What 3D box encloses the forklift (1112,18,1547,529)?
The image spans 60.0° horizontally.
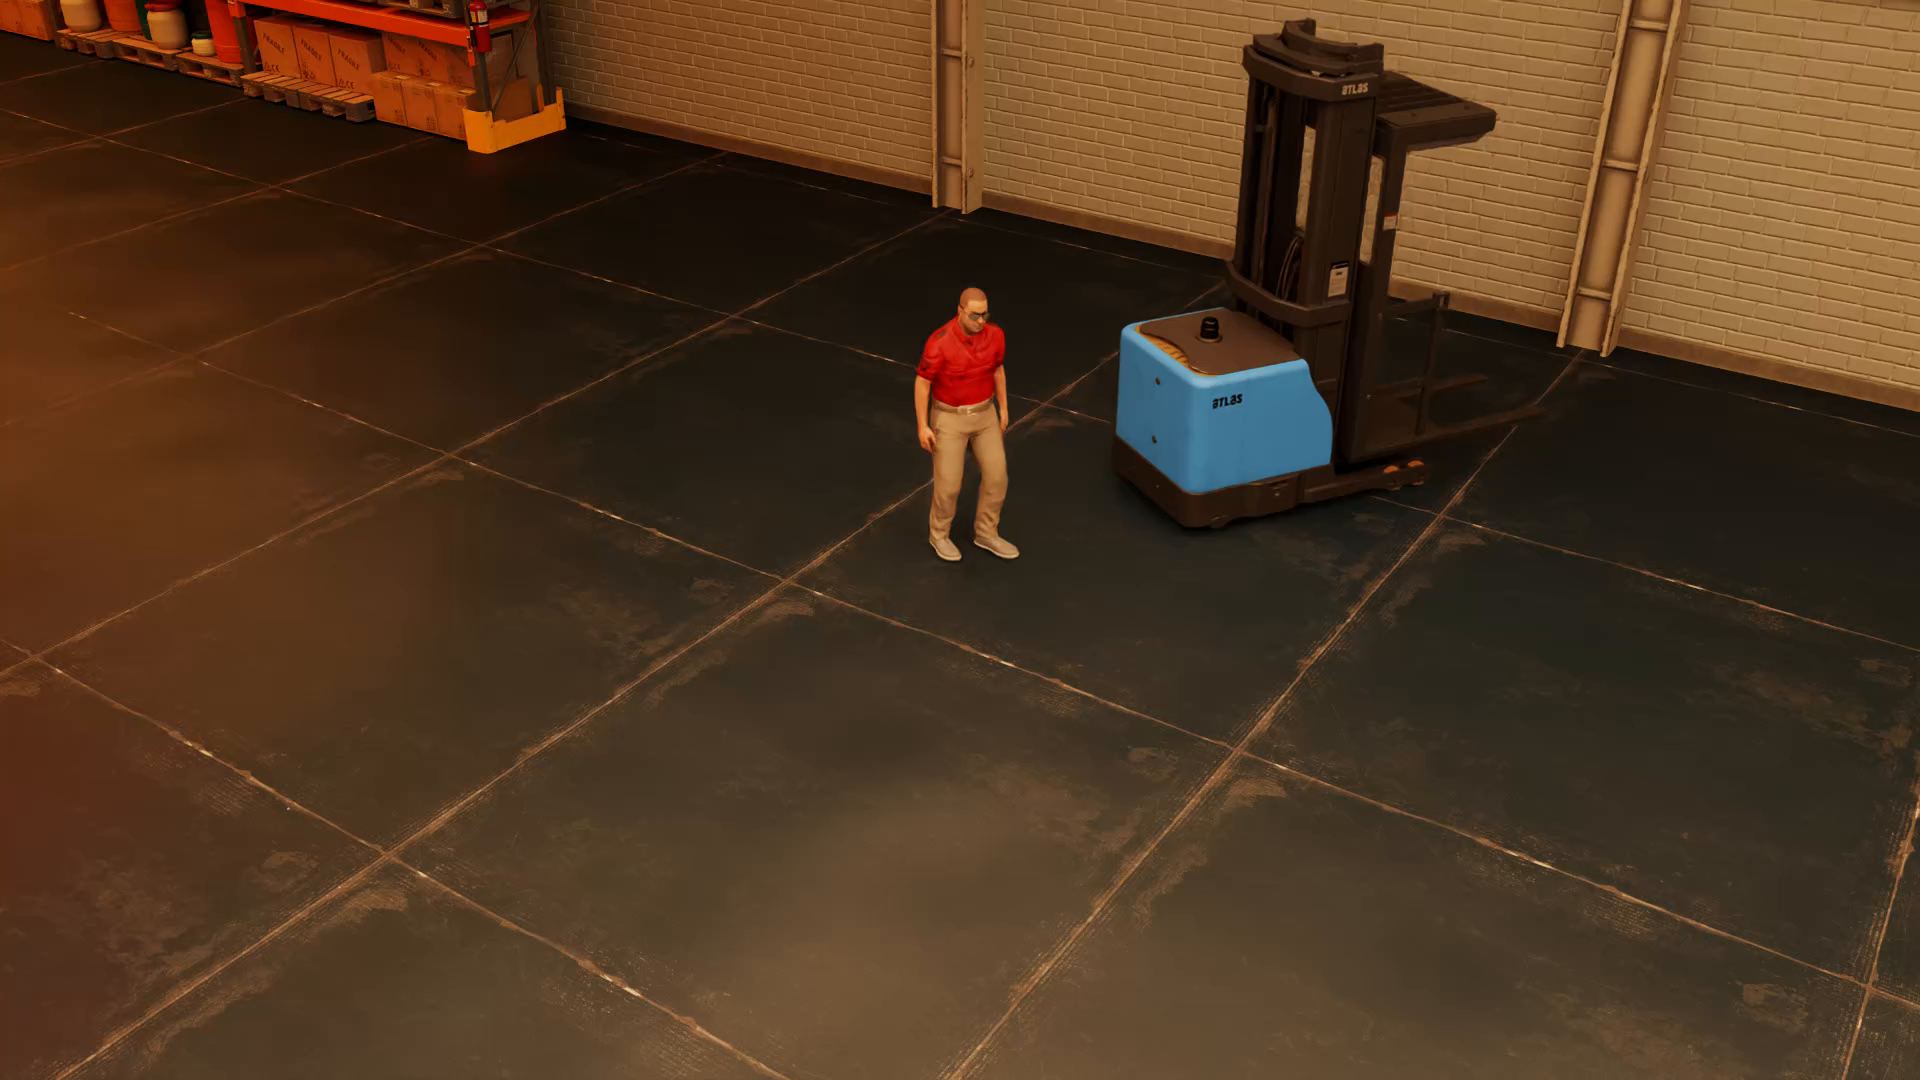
[{"bbox_3d":[2.588,-1.820,10.715,3.031,2.935,1.130,-13,33,-21],"label":"forklift"}]

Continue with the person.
[{"bbox_3d":[0.056,-0.683,9.973,0.637,1.711,0.504,-14,33,-23],"label":"person"}]
